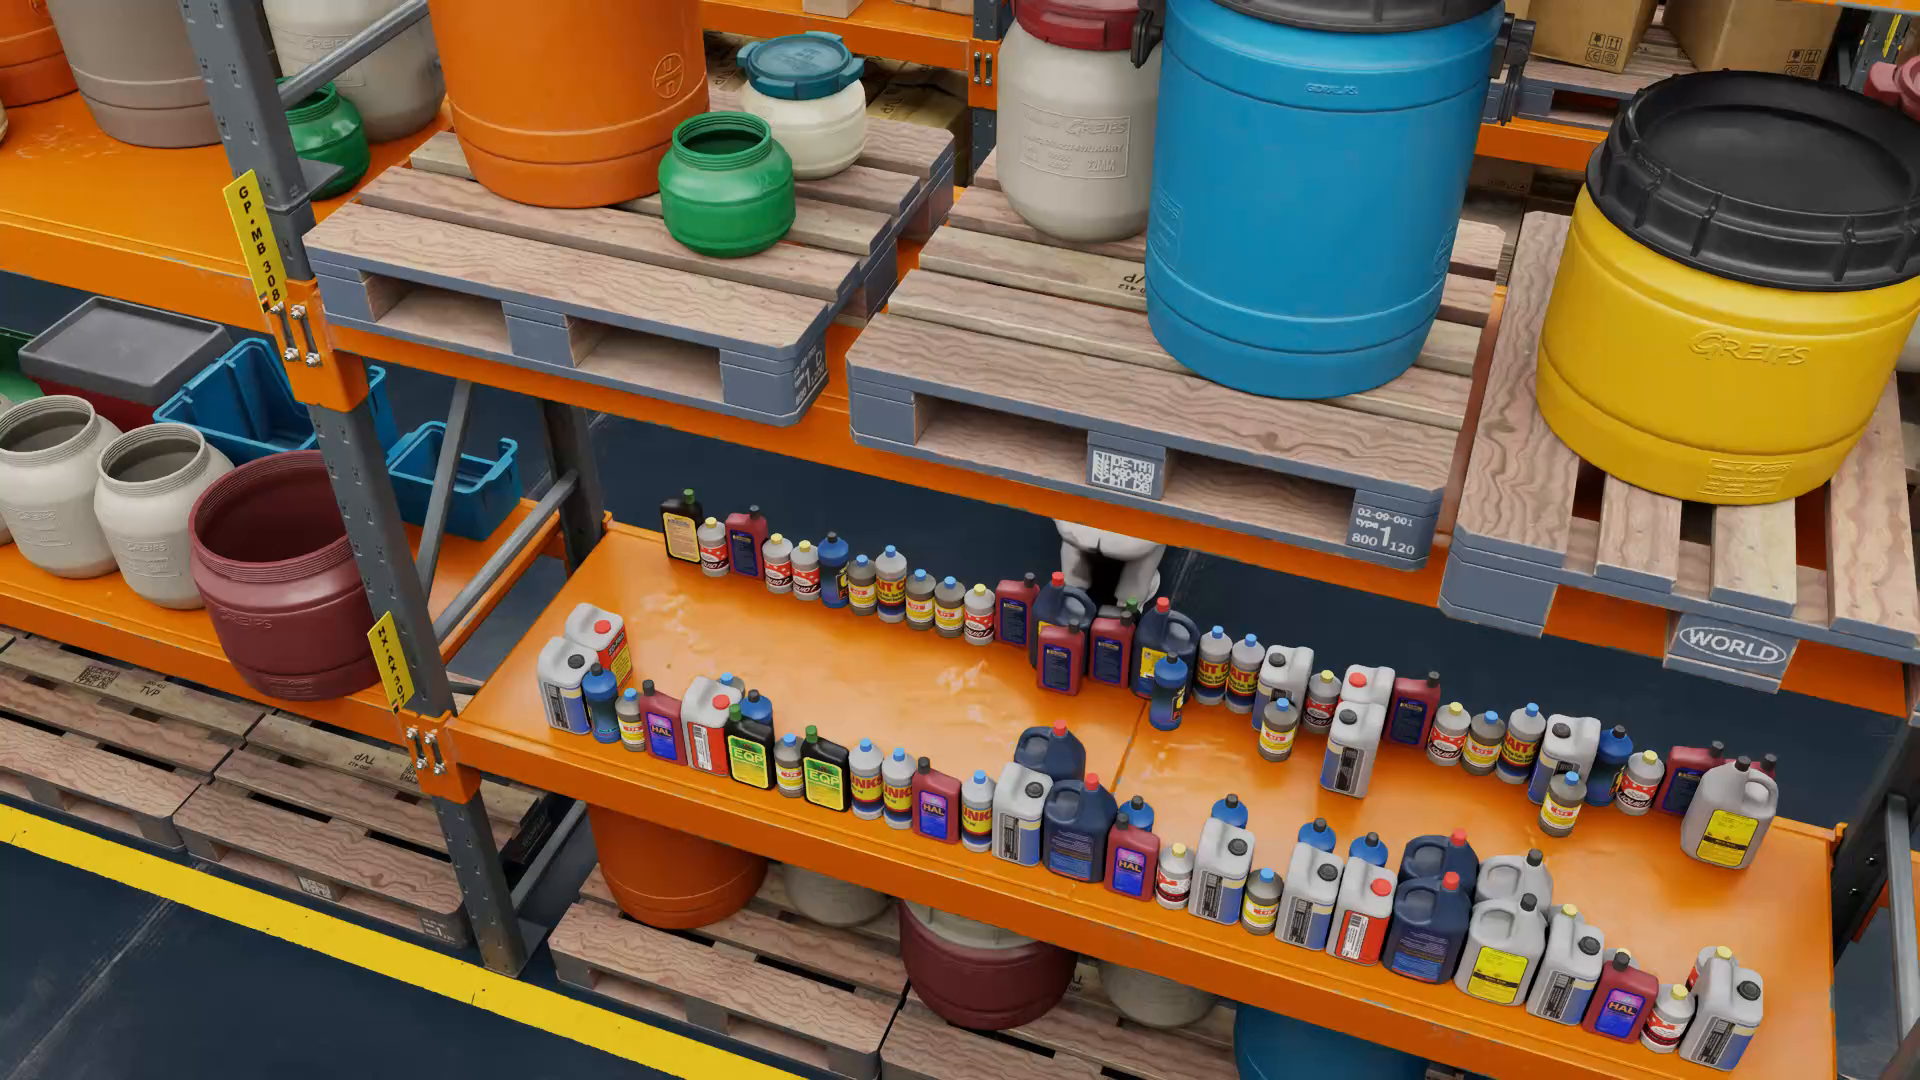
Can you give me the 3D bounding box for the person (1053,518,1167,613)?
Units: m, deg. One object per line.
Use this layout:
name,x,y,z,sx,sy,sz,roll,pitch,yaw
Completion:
person,0.696,-0.163,7.125,0.577,0.810,0.946,12,42,14
